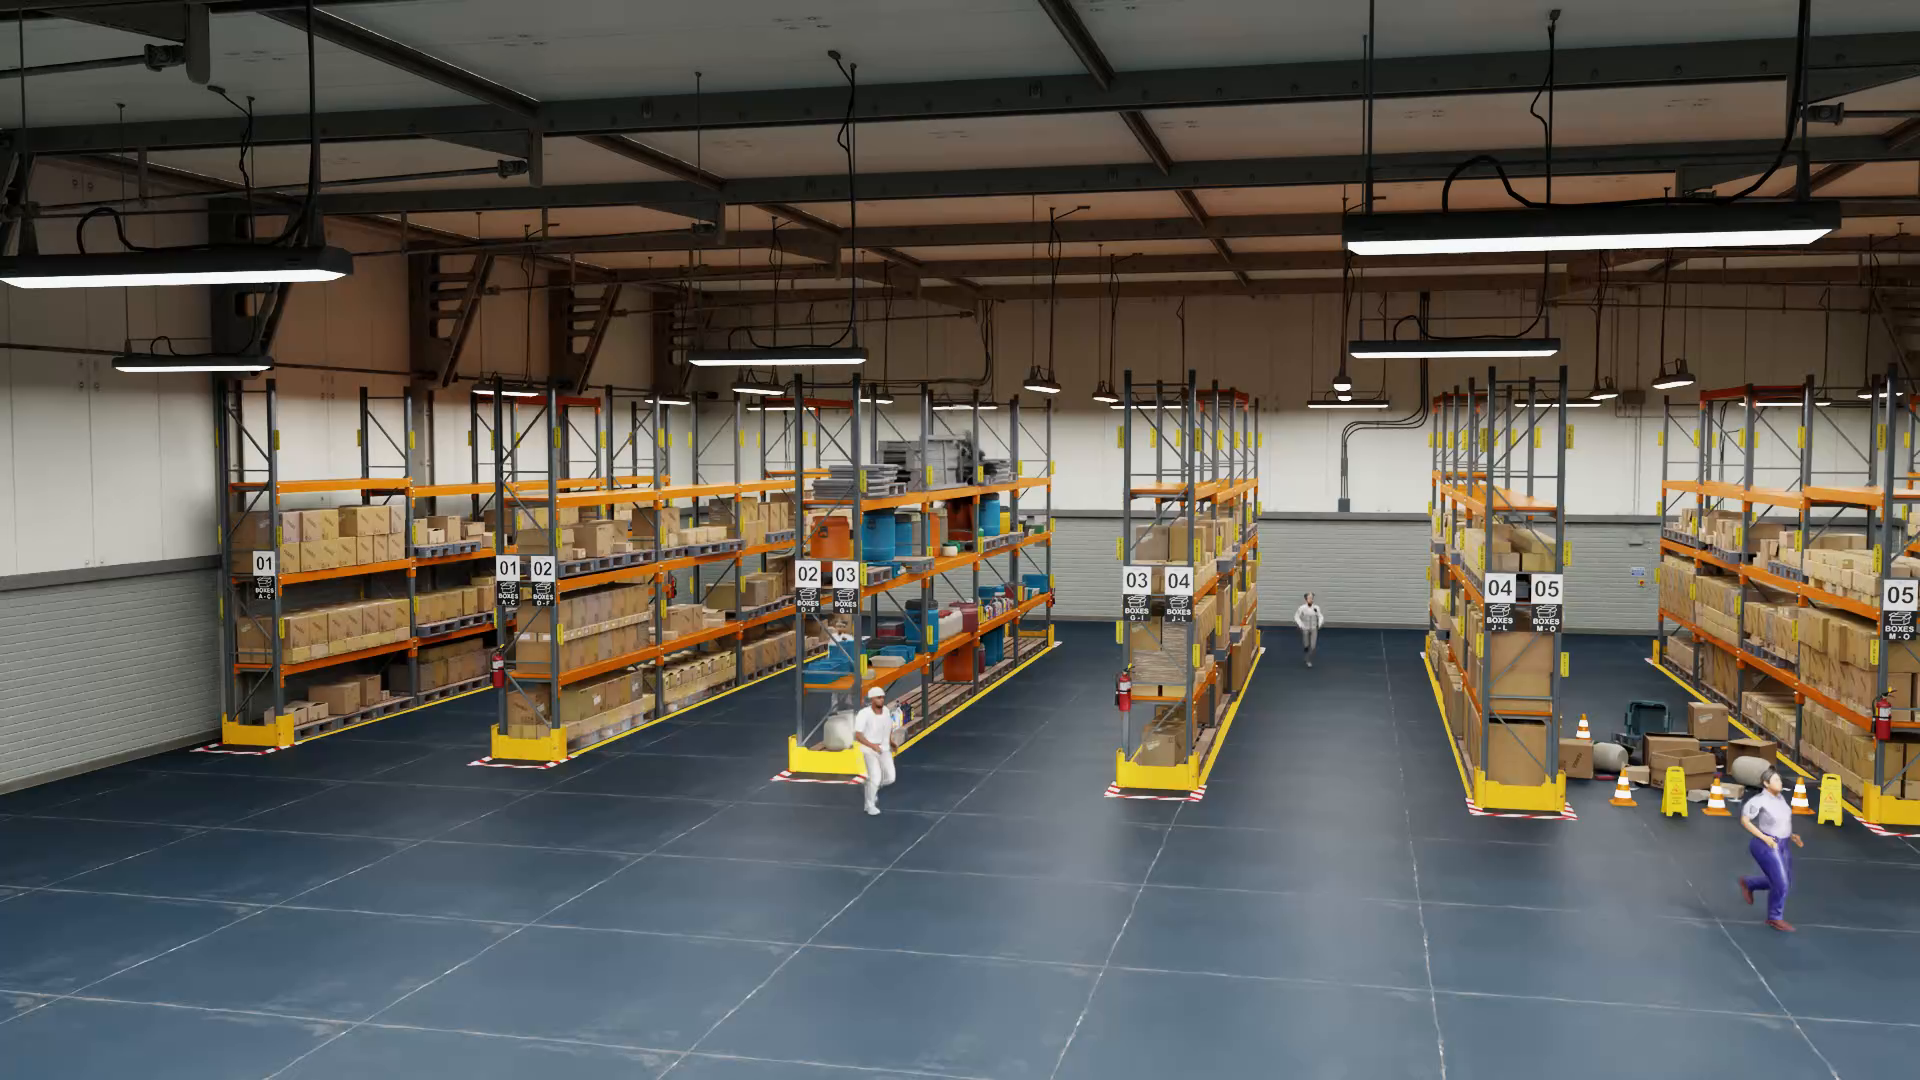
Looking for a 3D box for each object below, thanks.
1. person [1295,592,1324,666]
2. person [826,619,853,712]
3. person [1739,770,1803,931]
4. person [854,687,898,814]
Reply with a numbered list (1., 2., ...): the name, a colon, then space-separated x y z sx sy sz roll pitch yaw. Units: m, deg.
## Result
1. person: 7.764 1.981 36.917 0.632 1.656 0.572 0 3 2
2. person: -2.213 2.288 30.762 0.611 1.682 0.940 1 3 11
3. person: 8.340 3.179 17.216 0.608 1.621 0.670 -2 4 -33
4. person: -1.106 2.813 22.248 0.689 1.709 0.624 -3 5 -43
